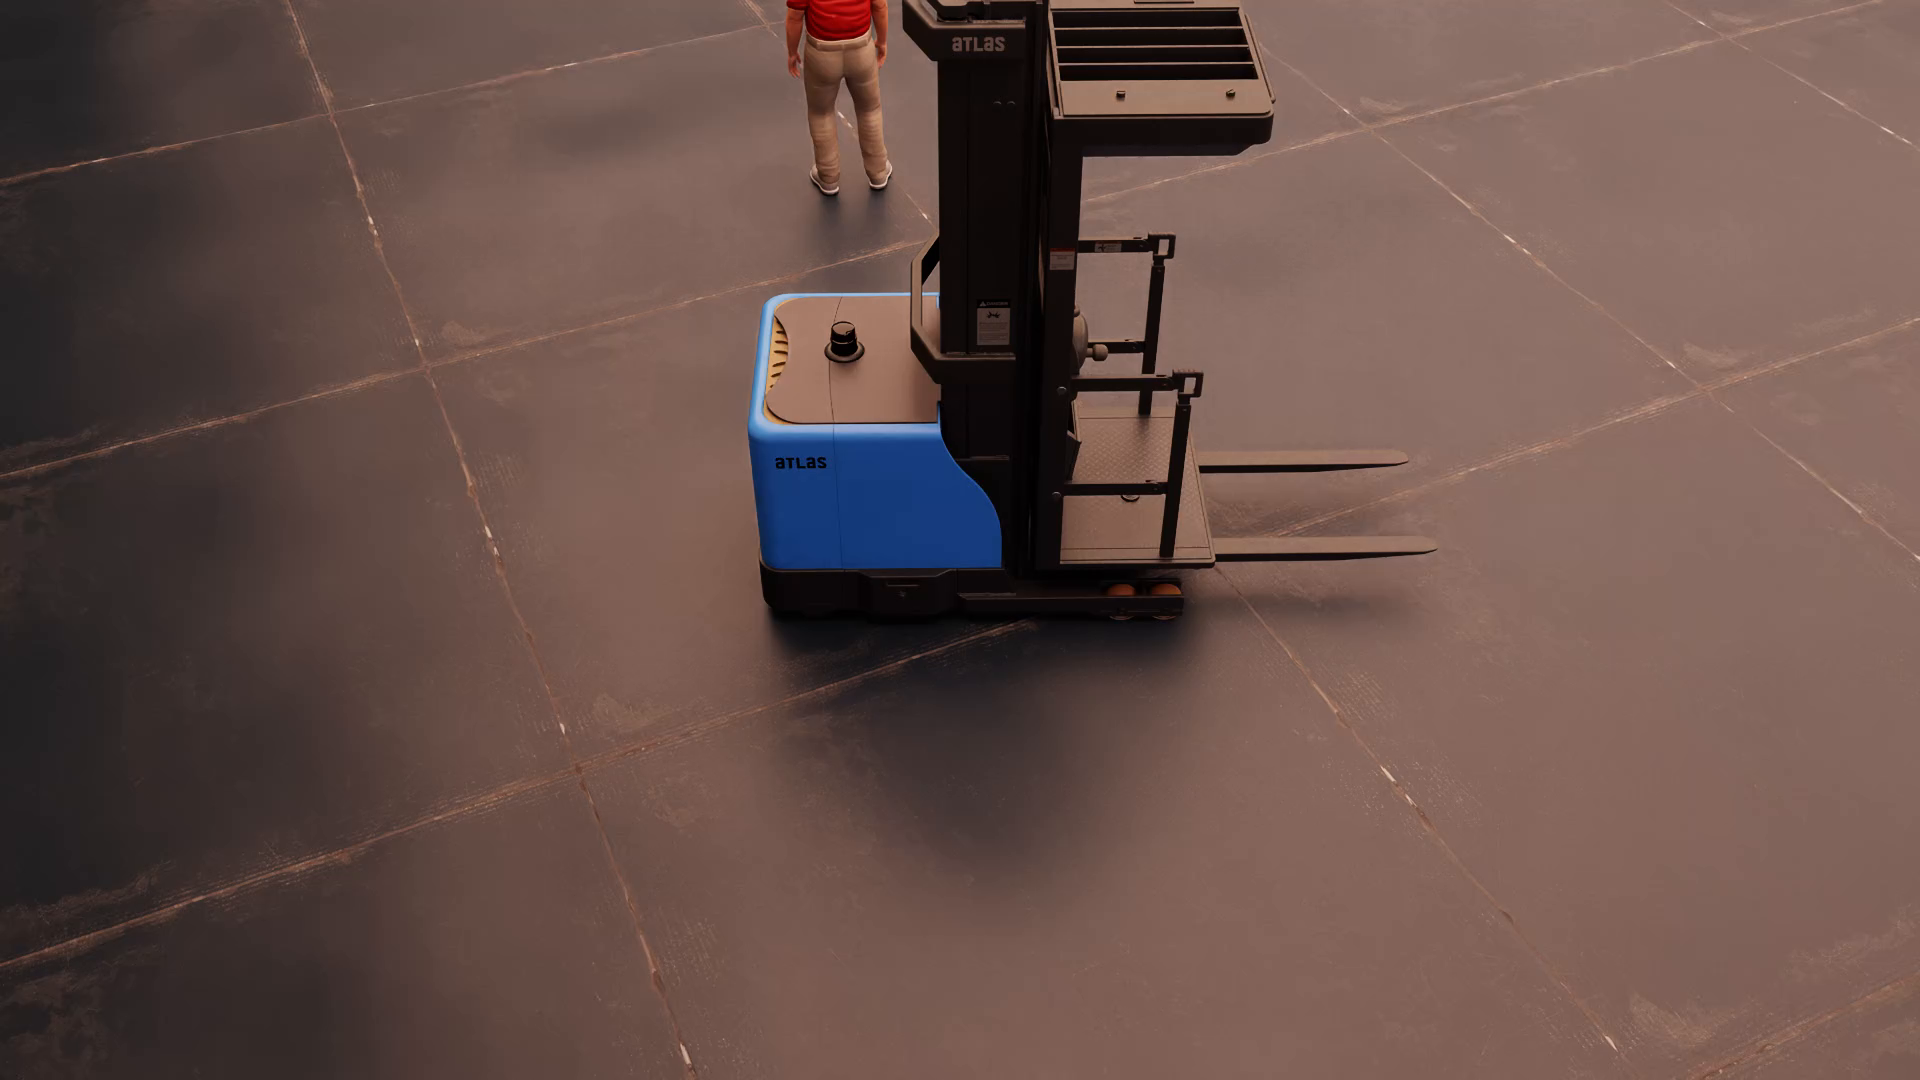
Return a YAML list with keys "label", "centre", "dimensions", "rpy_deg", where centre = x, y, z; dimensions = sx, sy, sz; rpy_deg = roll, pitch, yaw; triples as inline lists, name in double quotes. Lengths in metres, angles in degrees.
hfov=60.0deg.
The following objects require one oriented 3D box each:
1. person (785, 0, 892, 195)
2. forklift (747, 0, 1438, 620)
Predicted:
- label: "person"
  centre: [-0.696, -2.813, 9.575]
  dimensions: [0.606, 1.728, 0.391]
  rpy_deg: [-9, 44, -10]
- label: "forklift"
  centre: [0.624, -1.078, 6.835]
  dimensions: [3.031, 2.935, 1.130]
  rpy_deg: [-1, 43, -1]
